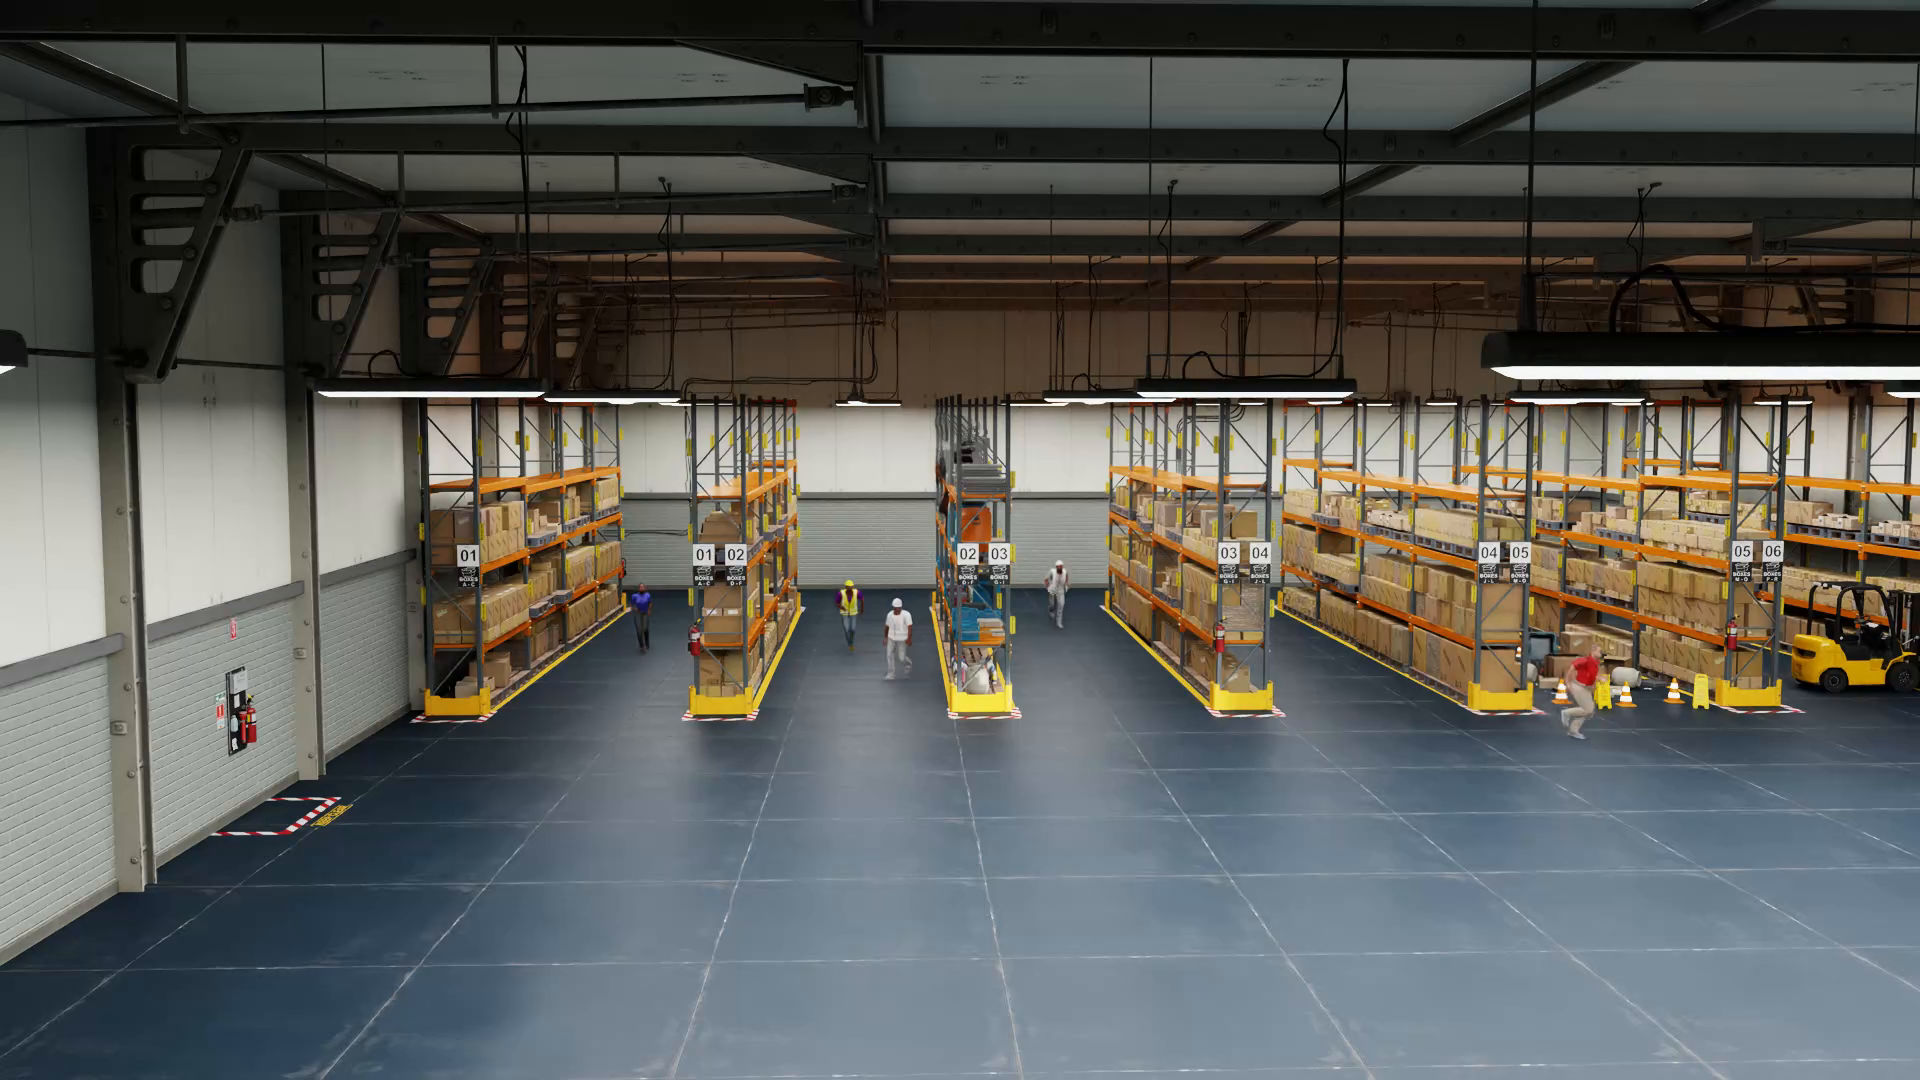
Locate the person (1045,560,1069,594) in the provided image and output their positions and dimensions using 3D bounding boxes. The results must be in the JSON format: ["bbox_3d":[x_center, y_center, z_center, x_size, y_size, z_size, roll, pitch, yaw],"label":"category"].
[{"bbox_3d":[2.570,0.970,43.806,0.681,0.882,0.492,-1,5,-10],"label":"person"}]

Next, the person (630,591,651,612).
[{"bbox_3d":[-7.540,1.457,39.282,0.524,0.506,0.353,-1,5,-17],"label":"person"}]

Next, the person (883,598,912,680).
[{"bbox_3d":[-1.305,2.076,35.160,0.666,1.735,0.780,2,5,23],"label":"person"}]

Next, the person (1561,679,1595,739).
[{"bbox_3d":[10.823,2.935,29.045,0.568,1.042,0.412,3,6,37],"label":"person"}]

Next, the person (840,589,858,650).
[{"bbox_3d":[-2.649,1.888,39.640,0.434,1.462,0.588,0,5,-3],"label":"person"}]
